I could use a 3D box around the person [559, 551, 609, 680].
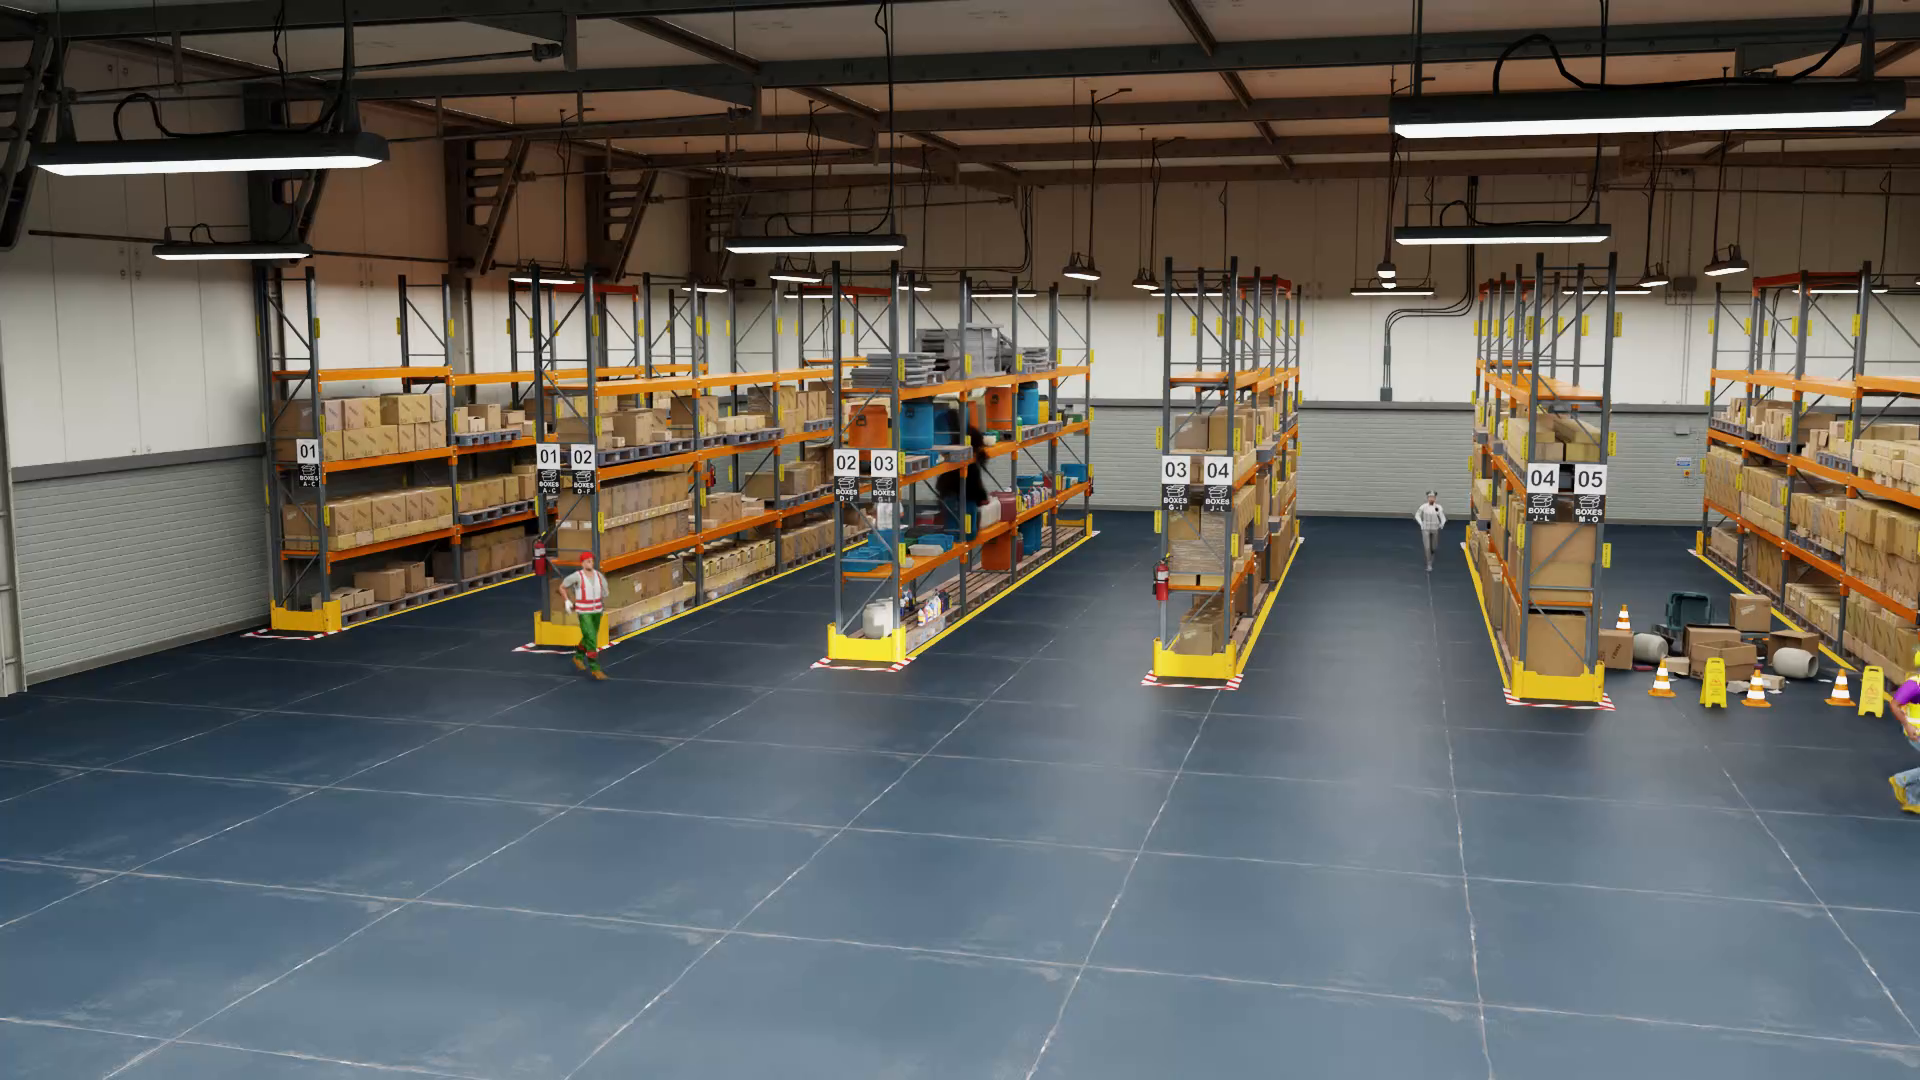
[{"bbox_3d":[-5.343,1.056,23.916,0.931,1.797,0.661,6,10,40],"label":"person"}]

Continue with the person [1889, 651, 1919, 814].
[{"bbox_3d":[9.959,1.986,17.113,0.698,1.720,0.576,-6,9,-37],"label":"person"}]

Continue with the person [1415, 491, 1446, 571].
[{"bbox_3d":[9.818,-0.206,34.725,0.618,1.668,0.655,2,7,13],"label":"person"}]

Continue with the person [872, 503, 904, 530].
[{"bbox_3d":[-1.472,-0.247,34.025,0.683,1.732,1.003,1,7,5],"label":"person"}]
